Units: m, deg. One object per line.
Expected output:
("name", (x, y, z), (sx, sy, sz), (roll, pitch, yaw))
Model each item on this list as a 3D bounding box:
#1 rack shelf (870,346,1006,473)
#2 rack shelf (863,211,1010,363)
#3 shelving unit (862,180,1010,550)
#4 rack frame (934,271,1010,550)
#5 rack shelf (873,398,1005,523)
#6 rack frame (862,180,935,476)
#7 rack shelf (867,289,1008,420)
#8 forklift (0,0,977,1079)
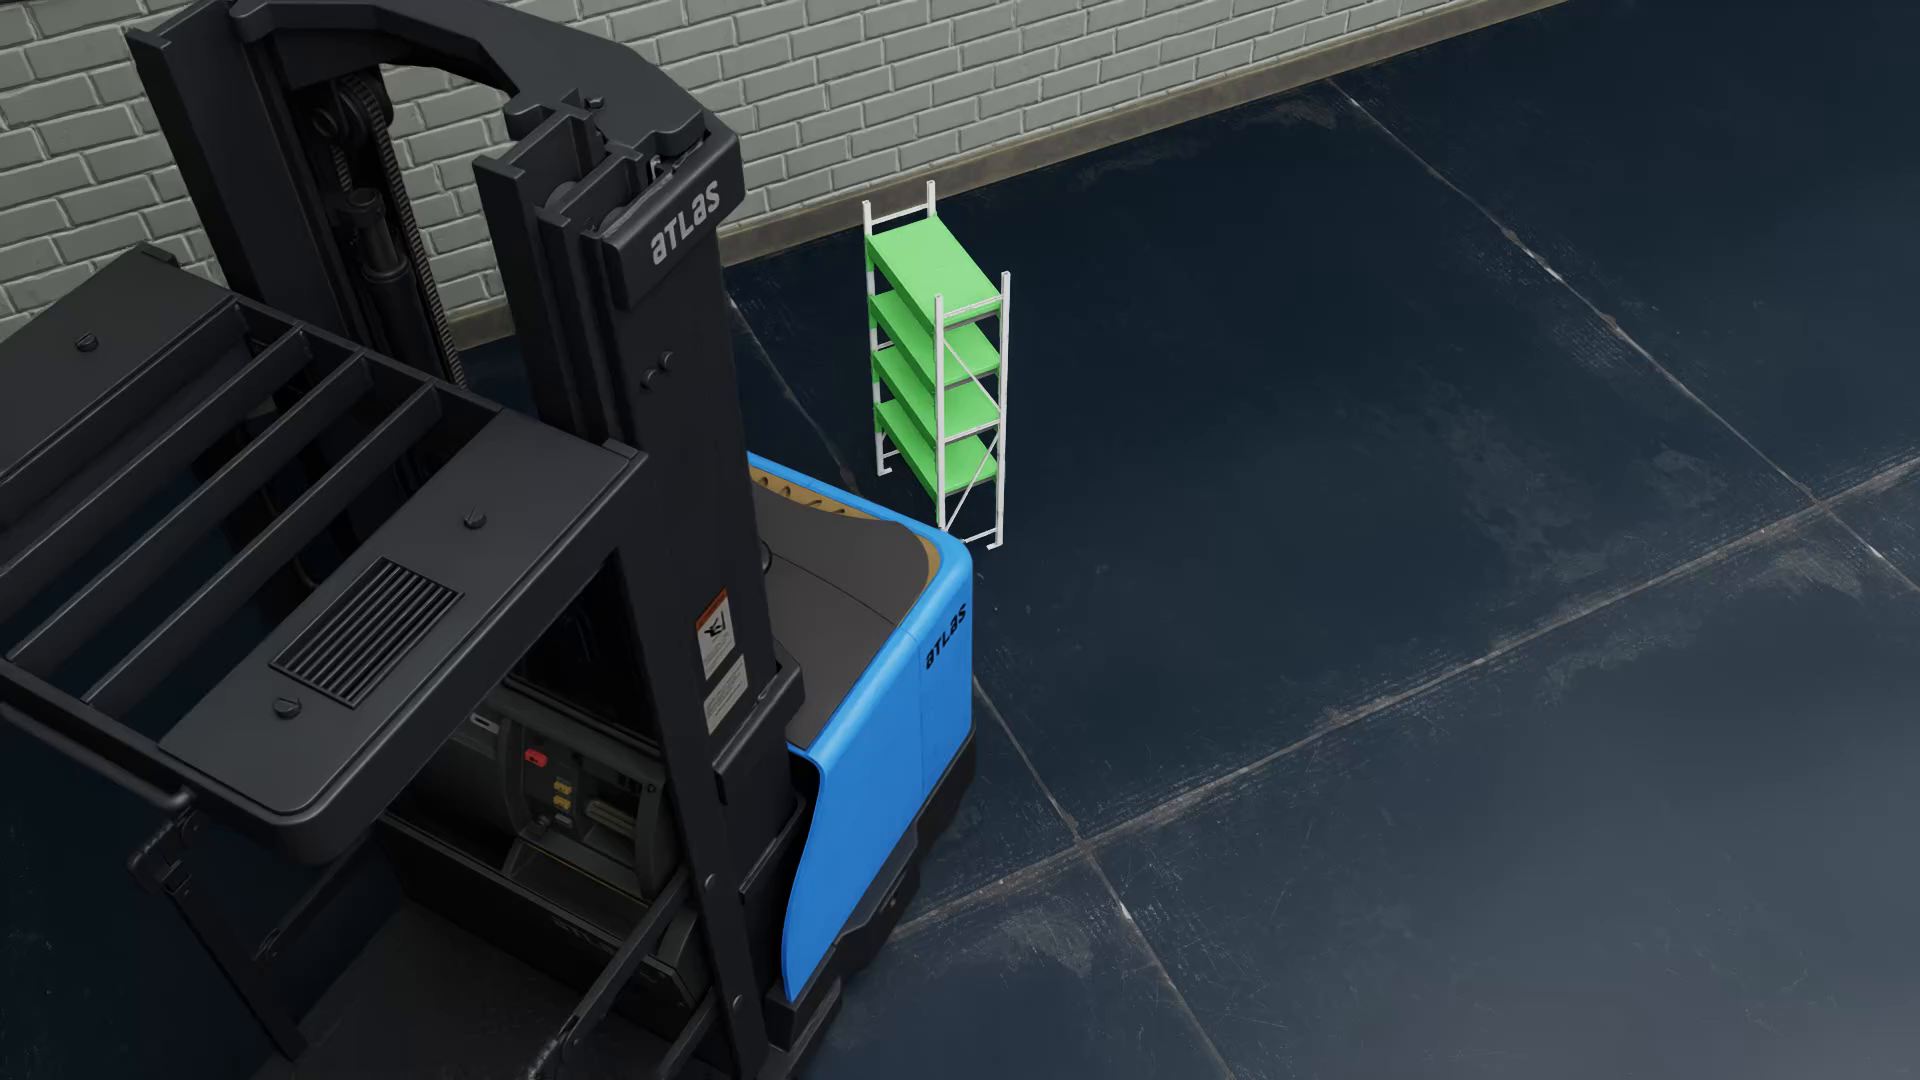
("rack shelf", (-0.076, -0.464, 5.443), (0.258, 0.148, 0.480), (-21, 52, -18))
("rack shelf", (-0.076, -0.780, 5.082), (0.258, 0.148, 0.480), (-21, 52, -18))
("shelving unit", (-0.076, -0.506, 5.395), (0.258, 1.200, 0.503), (-21, 52, -18))
("rack frame", (0.036, -0.342, 5.252), (0.240, 1.200, 0.015), (-21, 52, -18))
("rack shelf", (-0.076, -0.306, 5.624), (0.258, 0.148, 0.480), (-21, 52, -18))
("rack frame", (-0.187, -0.669, 5.538), (0.240, 1.200, 0.015), (-21, 52, -18))
("rack shelf", (-0.076, -0.622, 5.263), (0.258, 0.148, 0.480), (-21, 52, -18))
("forklift", (-1.100, 0.552, 3.320), (1.130, 2.935, 3.031), (22, 52, 18))
